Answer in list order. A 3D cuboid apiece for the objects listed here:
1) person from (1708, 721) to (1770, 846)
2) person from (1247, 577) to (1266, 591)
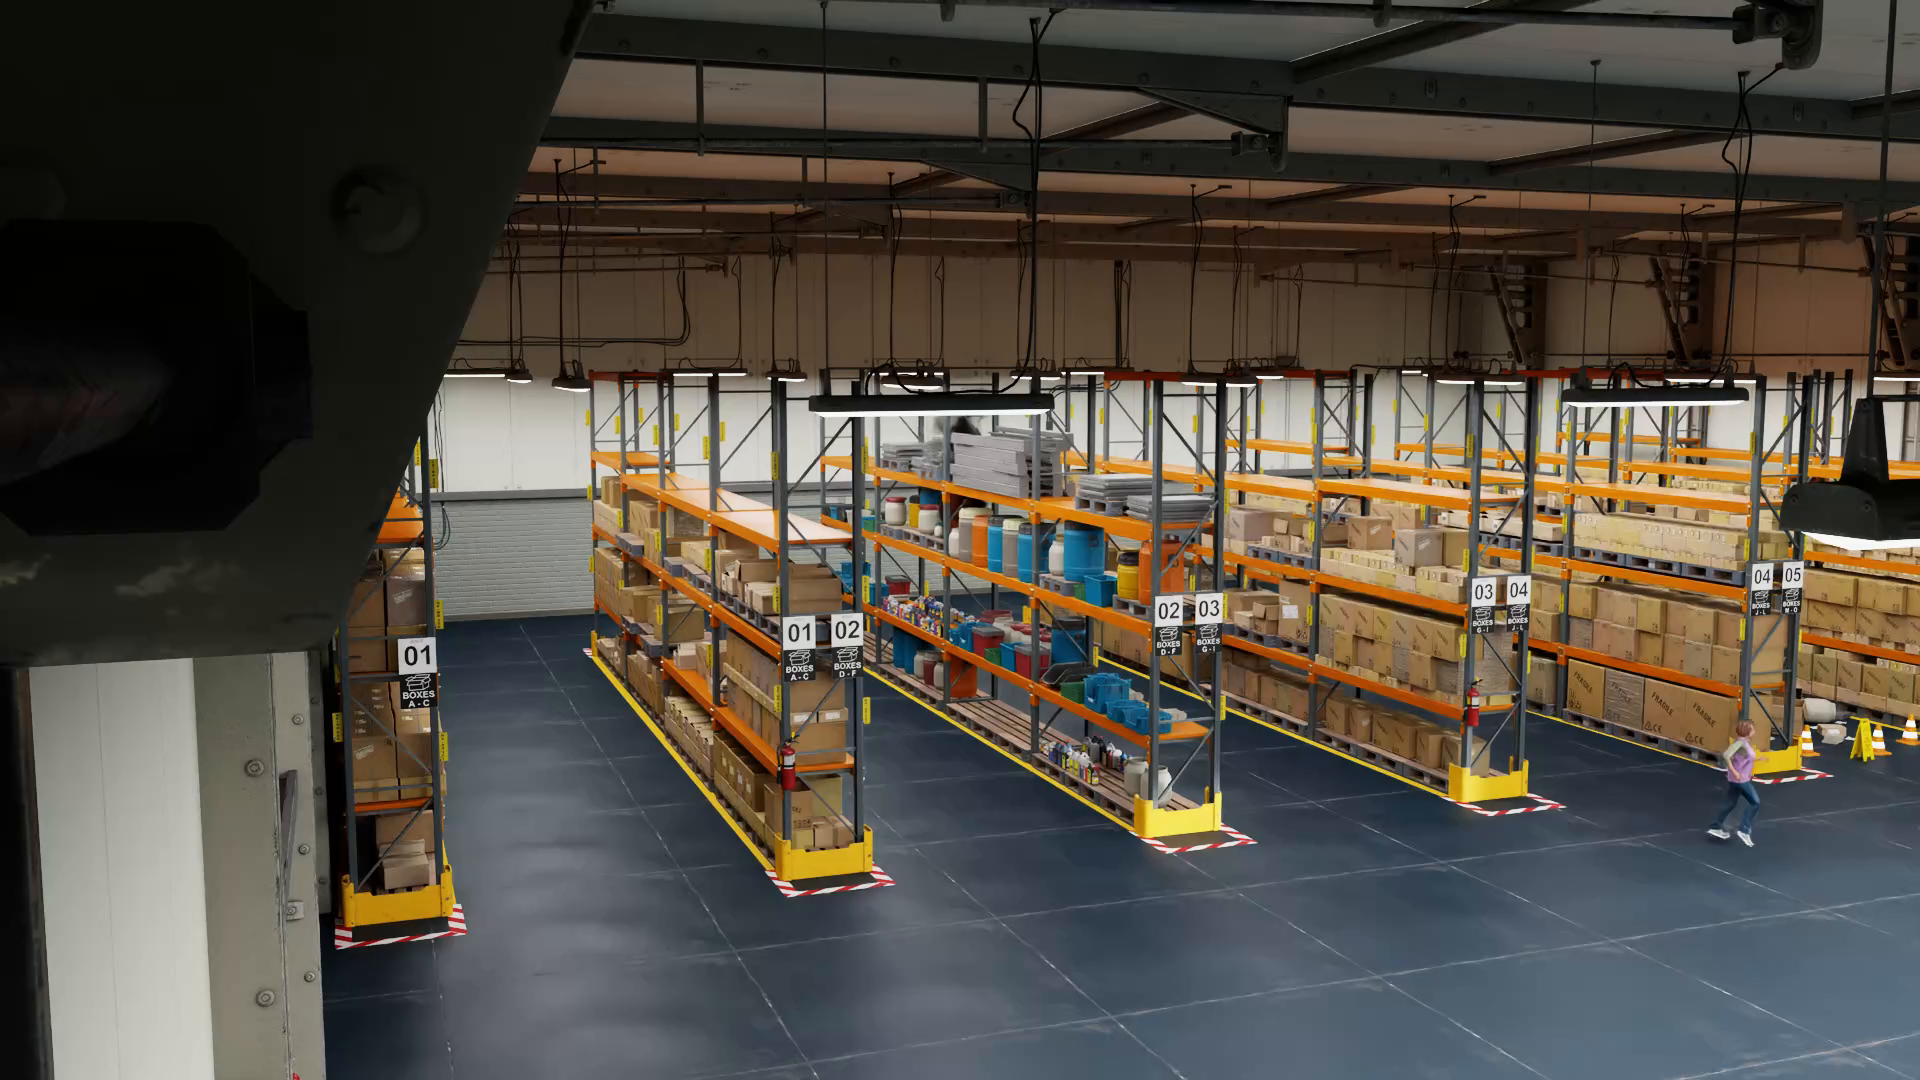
[{"bbox_3d":[10.109,3.148,21.569,0.701,1.641,0.506,2,7,19],"label":"person"},{"bbox_3d":[7.335,0.846,41.520,0.742,1.734,0.738,4,7,32],"label":"person"}]
